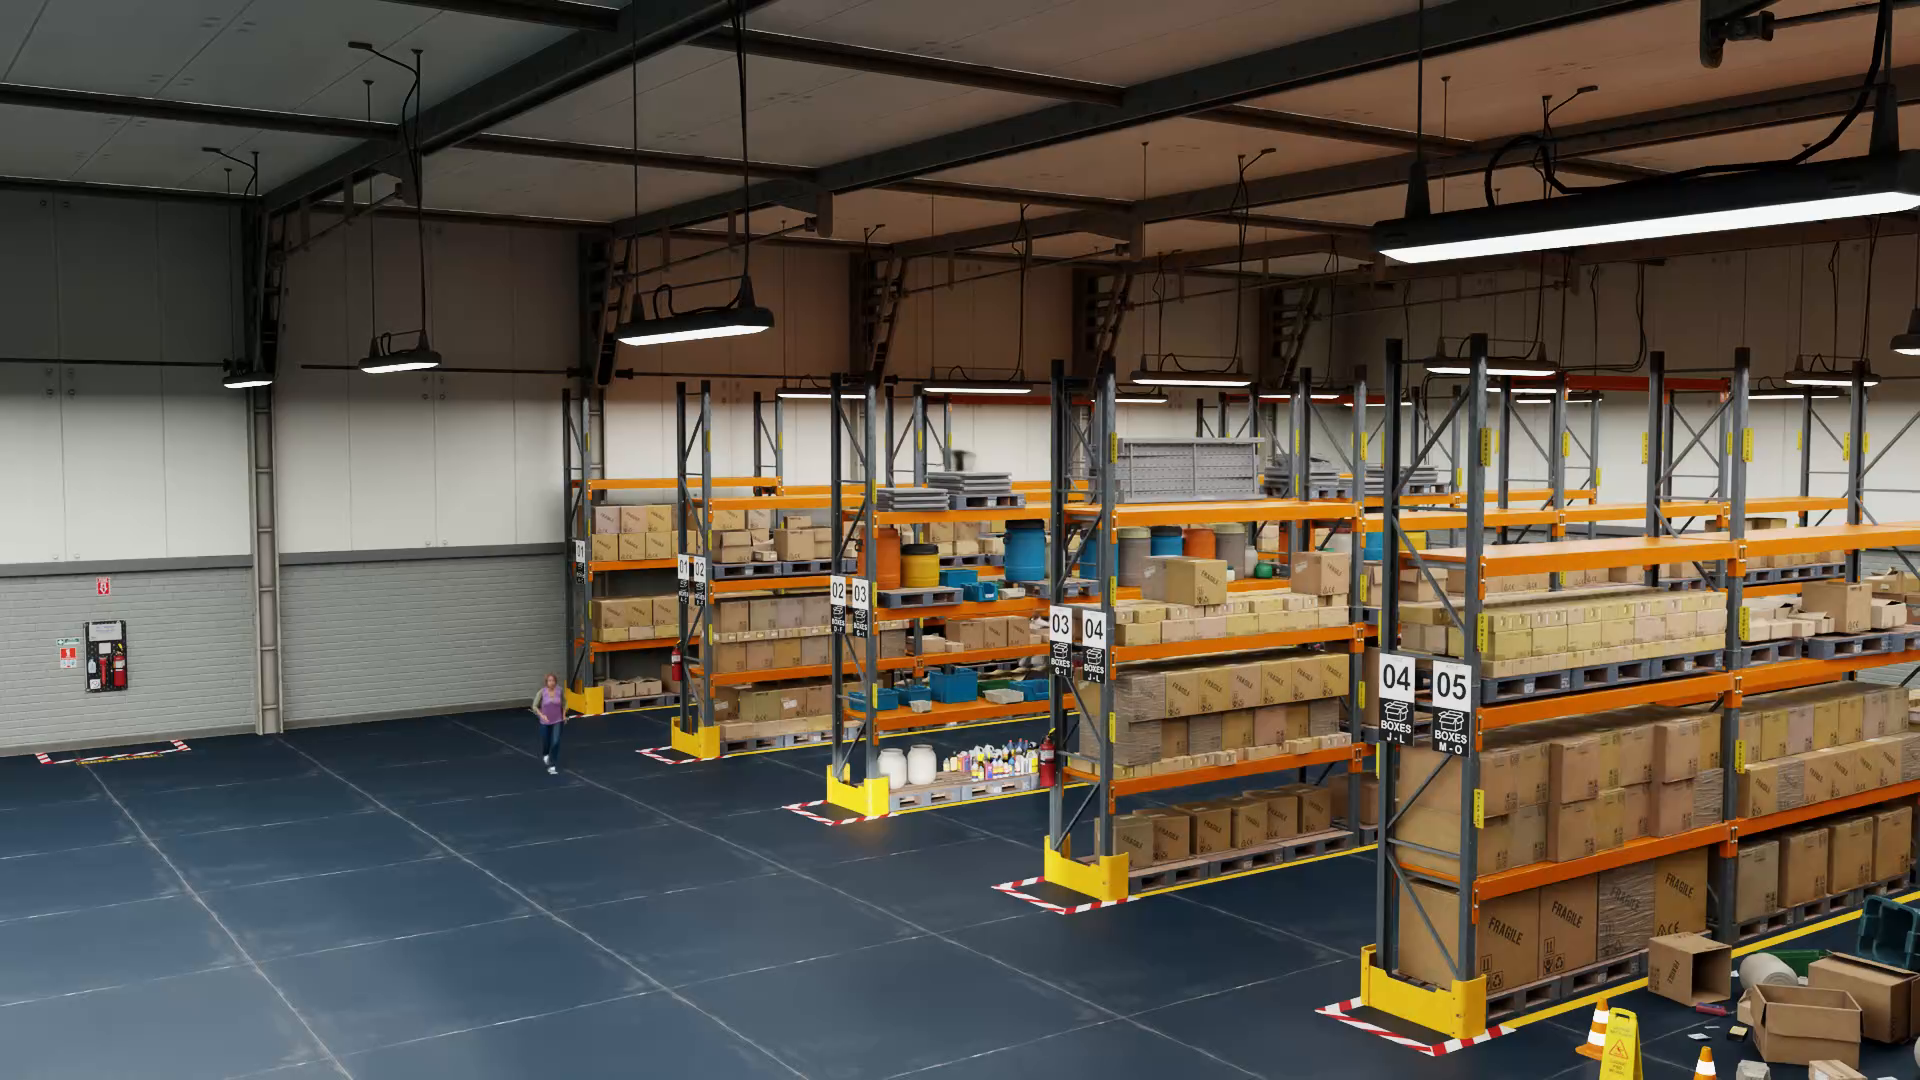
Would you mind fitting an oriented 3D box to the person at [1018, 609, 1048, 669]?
[{"bbox_3d":[1.447,2.177,32.739,0.716,1.751,0.685,-3,5,-40],"label":"person"}]

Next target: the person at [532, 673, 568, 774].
[{"bbox_3d":[-6.252,2.777,25.357,0.537,1.548,0.688,-1,4,-20],"label":"person"}]
